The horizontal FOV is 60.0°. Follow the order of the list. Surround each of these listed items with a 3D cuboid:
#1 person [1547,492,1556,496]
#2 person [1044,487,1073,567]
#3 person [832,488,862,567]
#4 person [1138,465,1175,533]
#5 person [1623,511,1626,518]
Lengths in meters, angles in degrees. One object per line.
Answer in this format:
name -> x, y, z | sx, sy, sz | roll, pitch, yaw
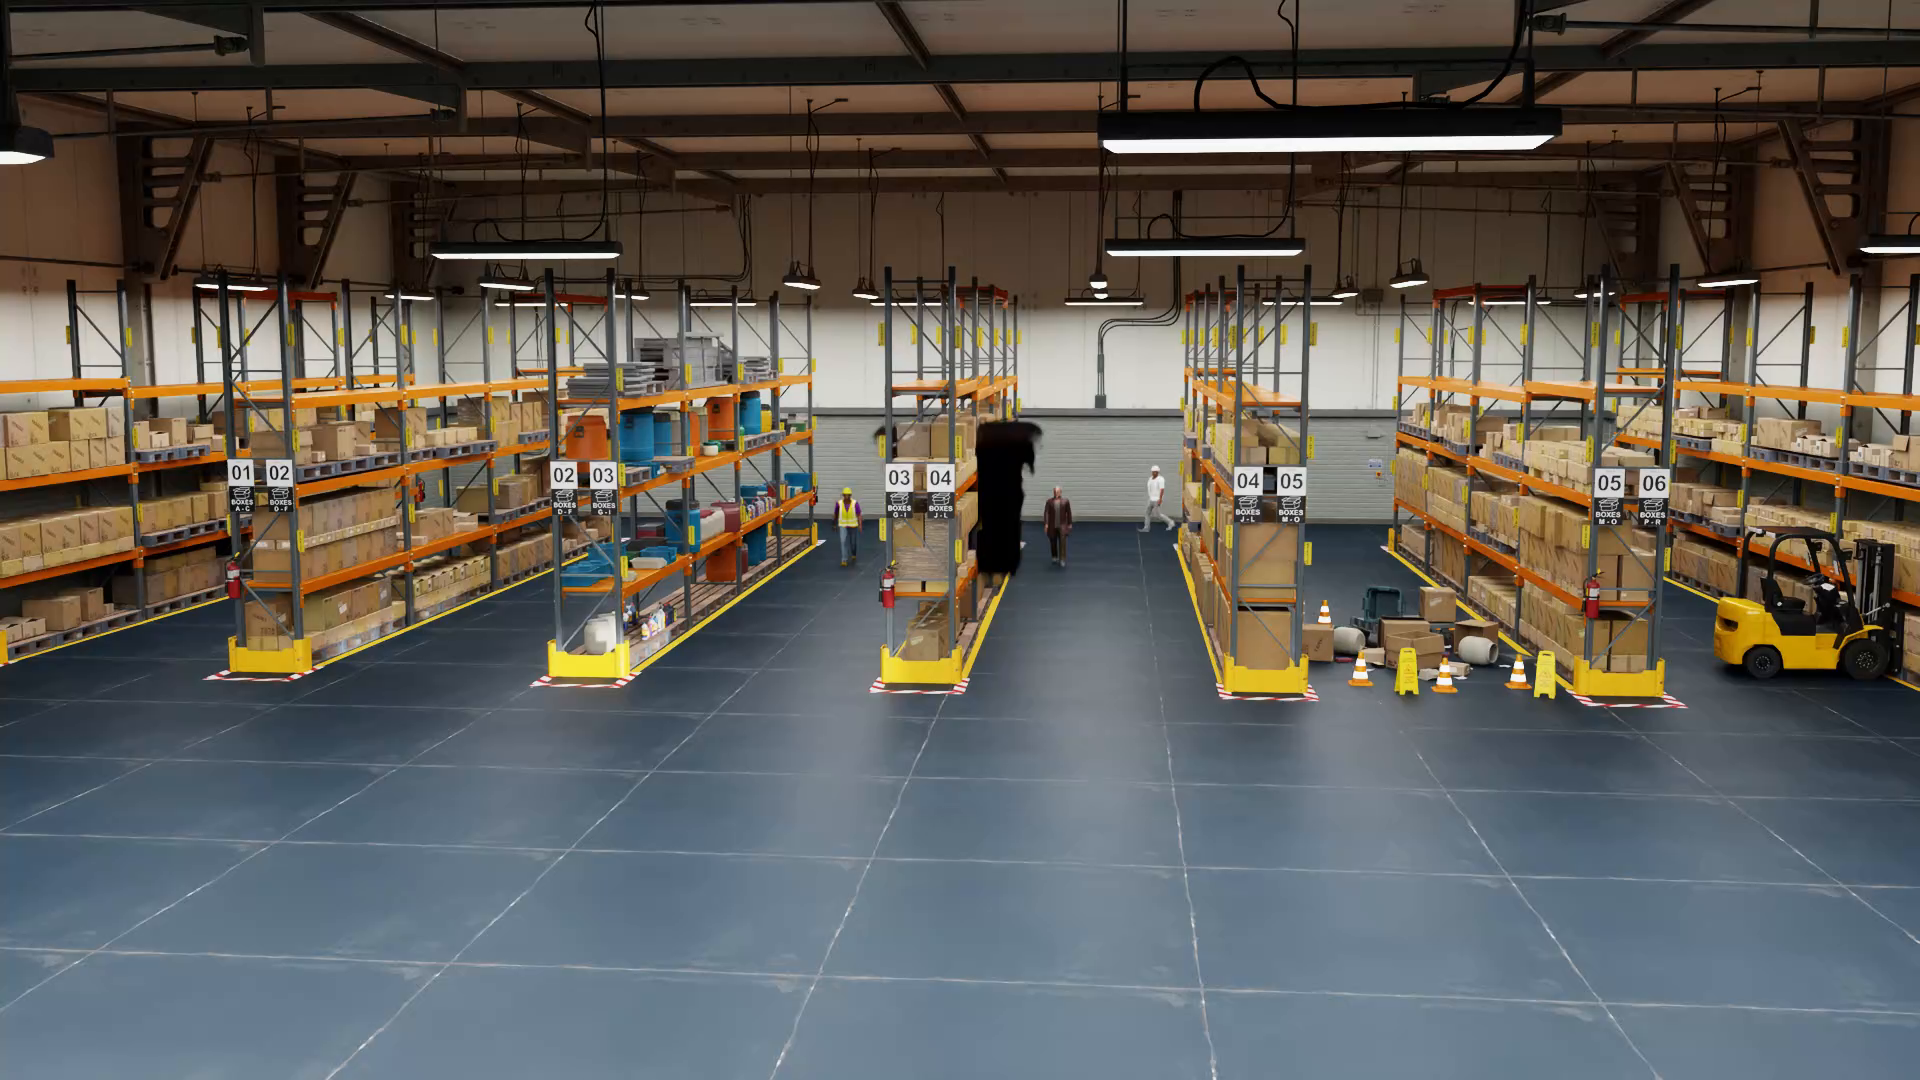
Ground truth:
person -> 13.176, -0.285, 36.829 | 0.506, 1.734, 0.778 | 6, 9, 39
person -> 2.162, -0.318, 36.614 | 0.649, 1.717, 1.103 | 1, 7, 4
person -> -2.490, -0.297, 36.691 | 0.689, 1.723, 1.080 | 0, 7, 0
person -> 5.047, -1.050, 42.681 | 0.941, 1.736, 0.600 | -1, 7, -7
person -> 13.120, 0.201, 33.092 | 0.390, 1.601, 0.444 | 2, 7, 19
